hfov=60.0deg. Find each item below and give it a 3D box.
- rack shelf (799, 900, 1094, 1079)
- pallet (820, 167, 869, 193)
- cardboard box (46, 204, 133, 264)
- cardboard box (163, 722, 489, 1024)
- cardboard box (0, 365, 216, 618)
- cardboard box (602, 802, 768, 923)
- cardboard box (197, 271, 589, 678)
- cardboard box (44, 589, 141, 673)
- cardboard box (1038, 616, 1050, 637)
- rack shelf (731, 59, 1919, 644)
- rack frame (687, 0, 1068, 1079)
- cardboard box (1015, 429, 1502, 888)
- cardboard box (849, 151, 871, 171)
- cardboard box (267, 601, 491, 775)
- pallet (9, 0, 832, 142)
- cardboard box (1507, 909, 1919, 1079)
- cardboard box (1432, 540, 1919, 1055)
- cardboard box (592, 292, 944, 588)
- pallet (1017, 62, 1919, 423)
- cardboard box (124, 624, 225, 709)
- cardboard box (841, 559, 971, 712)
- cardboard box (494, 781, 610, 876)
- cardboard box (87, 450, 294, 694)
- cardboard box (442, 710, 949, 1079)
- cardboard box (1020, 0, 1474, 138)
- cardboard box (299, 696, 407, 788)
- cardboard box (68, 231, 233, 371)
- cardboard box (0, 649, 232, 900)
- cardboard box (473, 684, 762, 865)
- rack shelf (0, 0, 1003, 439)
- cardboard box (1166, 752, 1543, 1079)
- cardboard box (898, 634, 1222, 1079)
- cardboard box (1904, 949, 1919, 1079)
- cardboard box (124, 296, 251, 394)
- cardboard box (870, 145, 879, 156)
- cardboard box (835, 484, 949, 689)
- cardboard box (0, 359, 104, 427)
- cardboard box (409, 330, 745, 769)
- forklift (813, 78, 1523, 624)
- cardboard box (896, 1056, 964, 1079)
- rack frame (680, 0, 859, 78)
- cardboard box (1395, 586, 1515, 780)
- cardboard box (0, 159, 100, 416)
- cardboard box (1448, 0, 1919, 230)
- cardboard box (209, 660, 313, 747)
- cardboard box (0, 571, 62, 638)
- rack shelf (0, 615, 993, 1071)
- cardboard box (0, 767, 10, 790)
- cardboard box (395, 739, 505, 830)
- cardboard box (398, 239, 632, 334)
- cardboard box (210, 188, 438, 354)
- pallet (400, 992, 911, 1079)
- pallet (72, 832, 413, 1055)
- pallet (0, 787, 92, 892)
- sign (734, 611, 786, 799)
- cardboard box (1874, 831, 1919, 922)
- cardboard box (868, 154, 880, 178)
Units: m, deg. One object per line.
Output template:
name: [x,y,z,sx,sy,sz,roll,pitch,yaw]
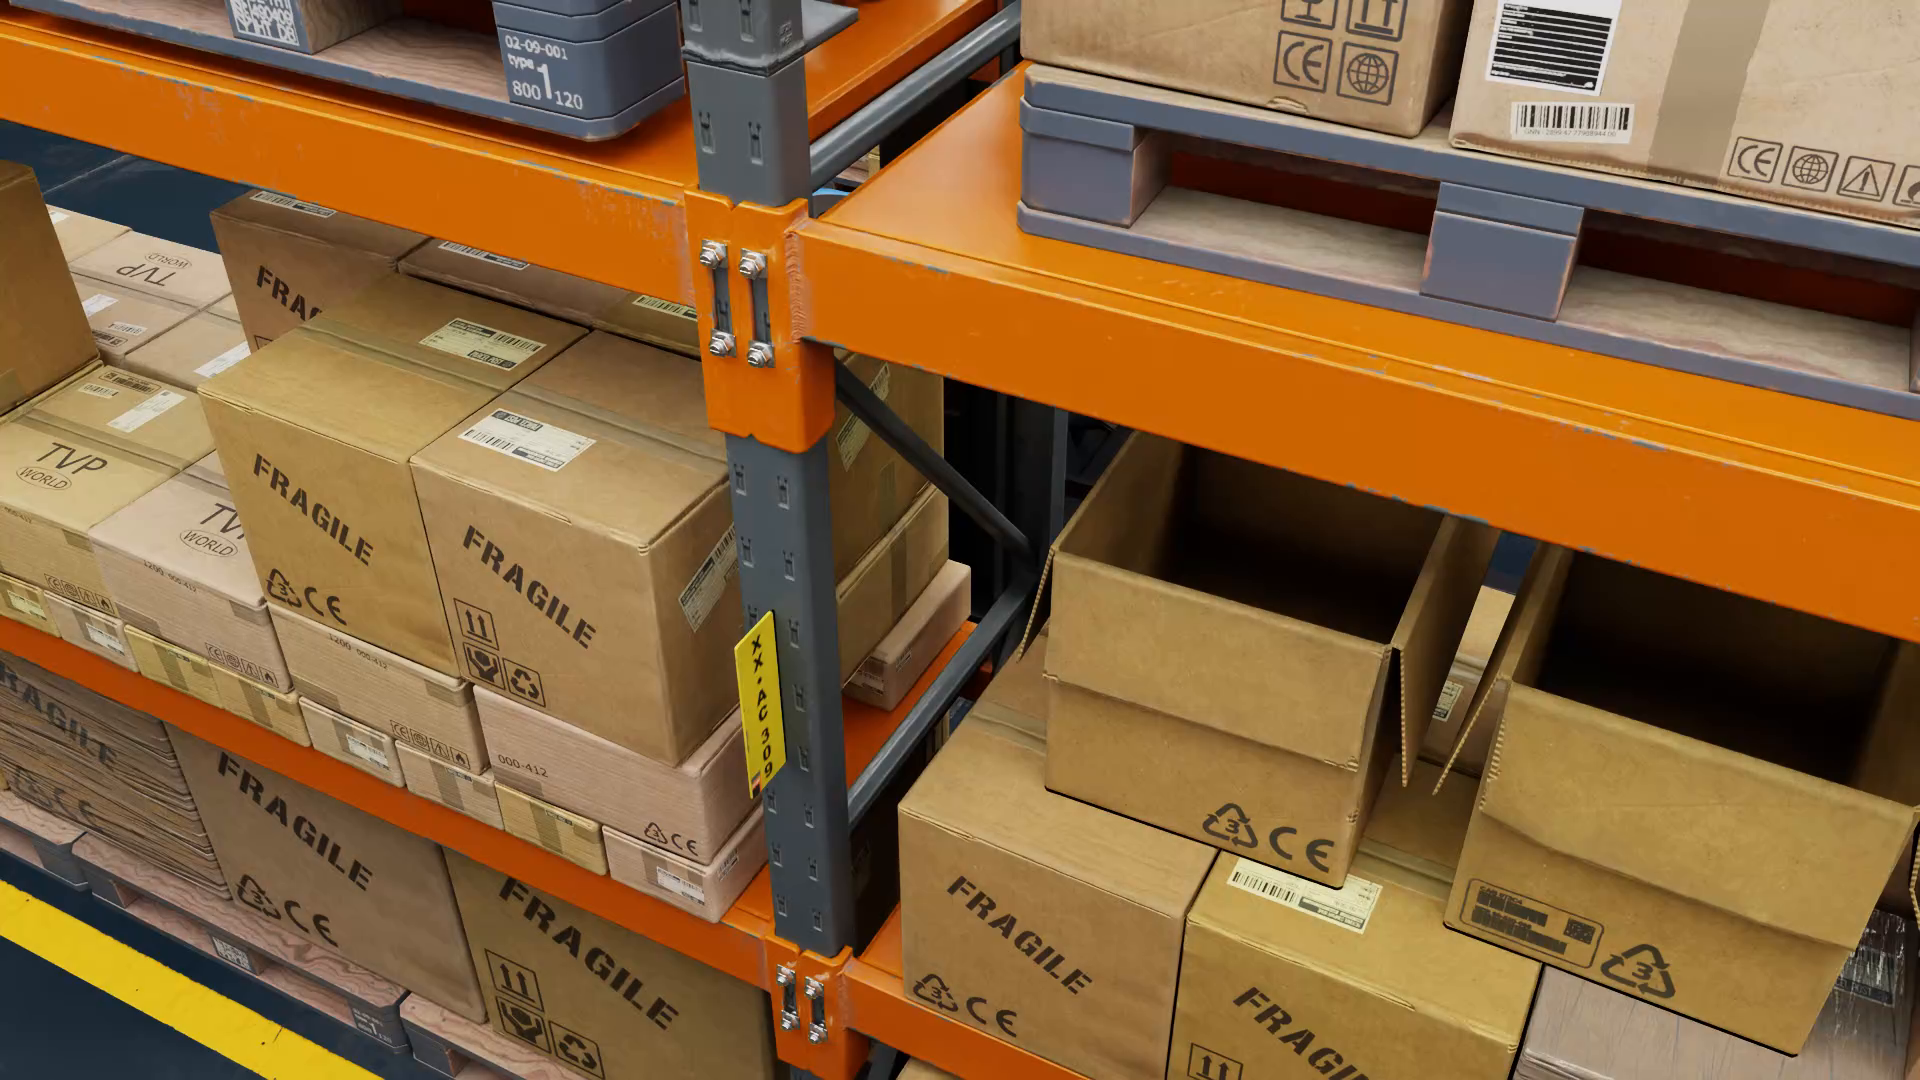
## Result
rack shelf: [1.715,1.186,2.801,4.000,0.370,1.077,17,41,21]
pallet: [-0.470,-2.027,8.746,1.213,0.211,1.003,17,41,21]
cardboard box: [-2.611,-0.694,4.561,0.500,0.250,0.500,17,40,21]
cardboard box: [-1.410,0.546,4.460,0.875,0.875,0.875,17,41,21]
cardboard box: [-1.936,-0.124,3.811,0.500,0.250,0.500,17,40,21]
cardboard box: [-0.483,0.535,3.272,0.250,0.149,0.380,18,41,22]
cardboard box: [-1.035,-0.140,3.211,0.500,0.500,0.500,18,41,22]
cardboard box: [-1.849,0.106,3.837,0.250,0.149,0.380,18,41,22]
cardboard box: [0.480,0.287,3.308,0.500,0.500,0.500,18,41,22]
rack shelf: [1.715,-0.009,1.895,4.000,0.370,1.077,17,41,21]
rack frame: [-0.061,0.344,3.317,0.127,3.000,1.000,17,41,21]
cardboard box: [0.510,0.077,2.755,0.637,0.503,0.797,16,40,20]
cardboard box: [-0.431,-2.024,8.445,0.250,0.149,0.380,18,41,22]
cardboard box: [-1.035,0.160,3.436,0.500,0.250,0.500,19,41,23]
pallet: [-0.783,-1.049,2.744,1.213,0.211,1.003,17,41,21]
cardboard box: [1.123,0.845,2.574,0.500,0.500,0.500,16,40,20]
cardboard box: [1.114,0.274,2.495,0.637,0.503,0.797,18,41,22]
cardboard box: [-0.369,-0.284,3.401,0.500,0.500,0.500,17,41,21]
pallet: [0.776,-0.547,2.167,1.217,0.209,0.805,16,40,20]
cardboard box: [-1.624,0.178,3.743,0.250,0.149,0.380,17,40,21]
cardboard box: [-0.171,0.183,3.736,0.250,0.149,0.380,17,41,22]
cardboard box: [-0.712,0.463,3.367,0.250,0.149,0.380,18,41,22]
cardboard box: [-1.488,0.019,3.623,0.500,0.250,0.500,18,41,22]
cardboard box: [-0.610,0.796,4.130,0.875,0.875,0.875,17,41,21]
cardboard box: [0.458,-0.902,2.047,0.500,0.500,0.700,18,41,23]
cardboard box: [-1.168,0.320,3.555,0.250,0.149,0.380,18,41,22]
cardboard box: [-2.159,-0.552,4.375,0.500,0.250,0.500,16,40,20]
cardboard box: [-2.200,0.298,4.786,0.875,0.875,0.875,17,41,21]
cardboard box: [-0.574,0.303,3.248,0.500,0.250,0.500,17,40,21]
rack shelf: [-1.837,-1.121,3.360,4.000,0.370,1.077,17,41,21]
cardboard box: [0.679,0.705,2.757,0.500,0.500,0.500,17,41,22]
cardboard box: [0.232,0.566,2.941,0.500,0.500,0.500,18,41,22]
cardboard box: [1.673,0.439,2.279,0.637,0.503,0.797,19,41,23]
cardboard box: [-1.694,-0.410,4.187,0.500,0.250,0.500,17,41,22]
cardboard box: [-0.242,-2.014,8.186,0.250,0.149,0.380,19,41,23]
cardboard box: [-0.358,0.014,3.629,0.500,0.250,0.500,17,40,21]
cardboard box: [-2.402,-0.266,3.998,0.500,0.250,0.500,16,40,20]
cardboard box: [-0.592,0.002,3.024,0.500,0.500,0.500,19,41,23]
forklift: [0.570,-1.005,5.149,3.031,2.935,1.130,16,40,20]
cardboard box: [0.516,1.190,3.612,0.875,0.875,1.225,18,41,22]
rack frame: [-0.061,-2.046,1.503,0.127,3.000,1.000,17,41,21]
cardboard box: [0.916,0.428,3.122,0.500,0.500,0.500,19,41,23]
cardboard box: [-2.404,-0.568,3.775,0.500,0.500,0.500,16,40,20]
cardboard box: [0.872,-0.630,1.844,0.500,0.311,0.500,16,40,20]
cardboard box: [-1.397,0.249,3.649,0.250,0.149,0.380,18,41,22]
cardboard box: [-2.083,0.034,3.932,0.250,0.149,0.380,16,40,20]
rack shelf: [-1.837,0.074,4.267,4.000,0.370,1.077,17,41,21]
cardboard box: [-3.008,0.045,5.119,0.875,0.875,0.875,17,41,21]
cardboard box: [-0.939,0.392,3.461,0.250,0.149,0.380,17,40,21]
cardboard box: [-0.803,-0.425,3.587,0.500,0.500,0.500,17,41,21]
cardboard box: [-1.267,-0.568,3.775,0.500,0.500,0.500,16,40,20]
pallet: [-0.700,1.201,4.494,1.213,0.211,1.003,17,41,21]
pallet: [-1.788,0.862,4.940,1.213,0.211,1.003,17,41,21]
pallet: [-2.867,0.522,5.387,1.213,0.211,1.003,17,41,21]
sign: [-0.315,0.266,2.638,0.005,0.325,0.100,17,41,21]
cardboard box: [1.383,0.570,2.936,0.500,0.500,0.500,17,40,21]
cardboard box: [-0.254,-1.894,8.274,0.250,0.149,0.380,18,41,22]
